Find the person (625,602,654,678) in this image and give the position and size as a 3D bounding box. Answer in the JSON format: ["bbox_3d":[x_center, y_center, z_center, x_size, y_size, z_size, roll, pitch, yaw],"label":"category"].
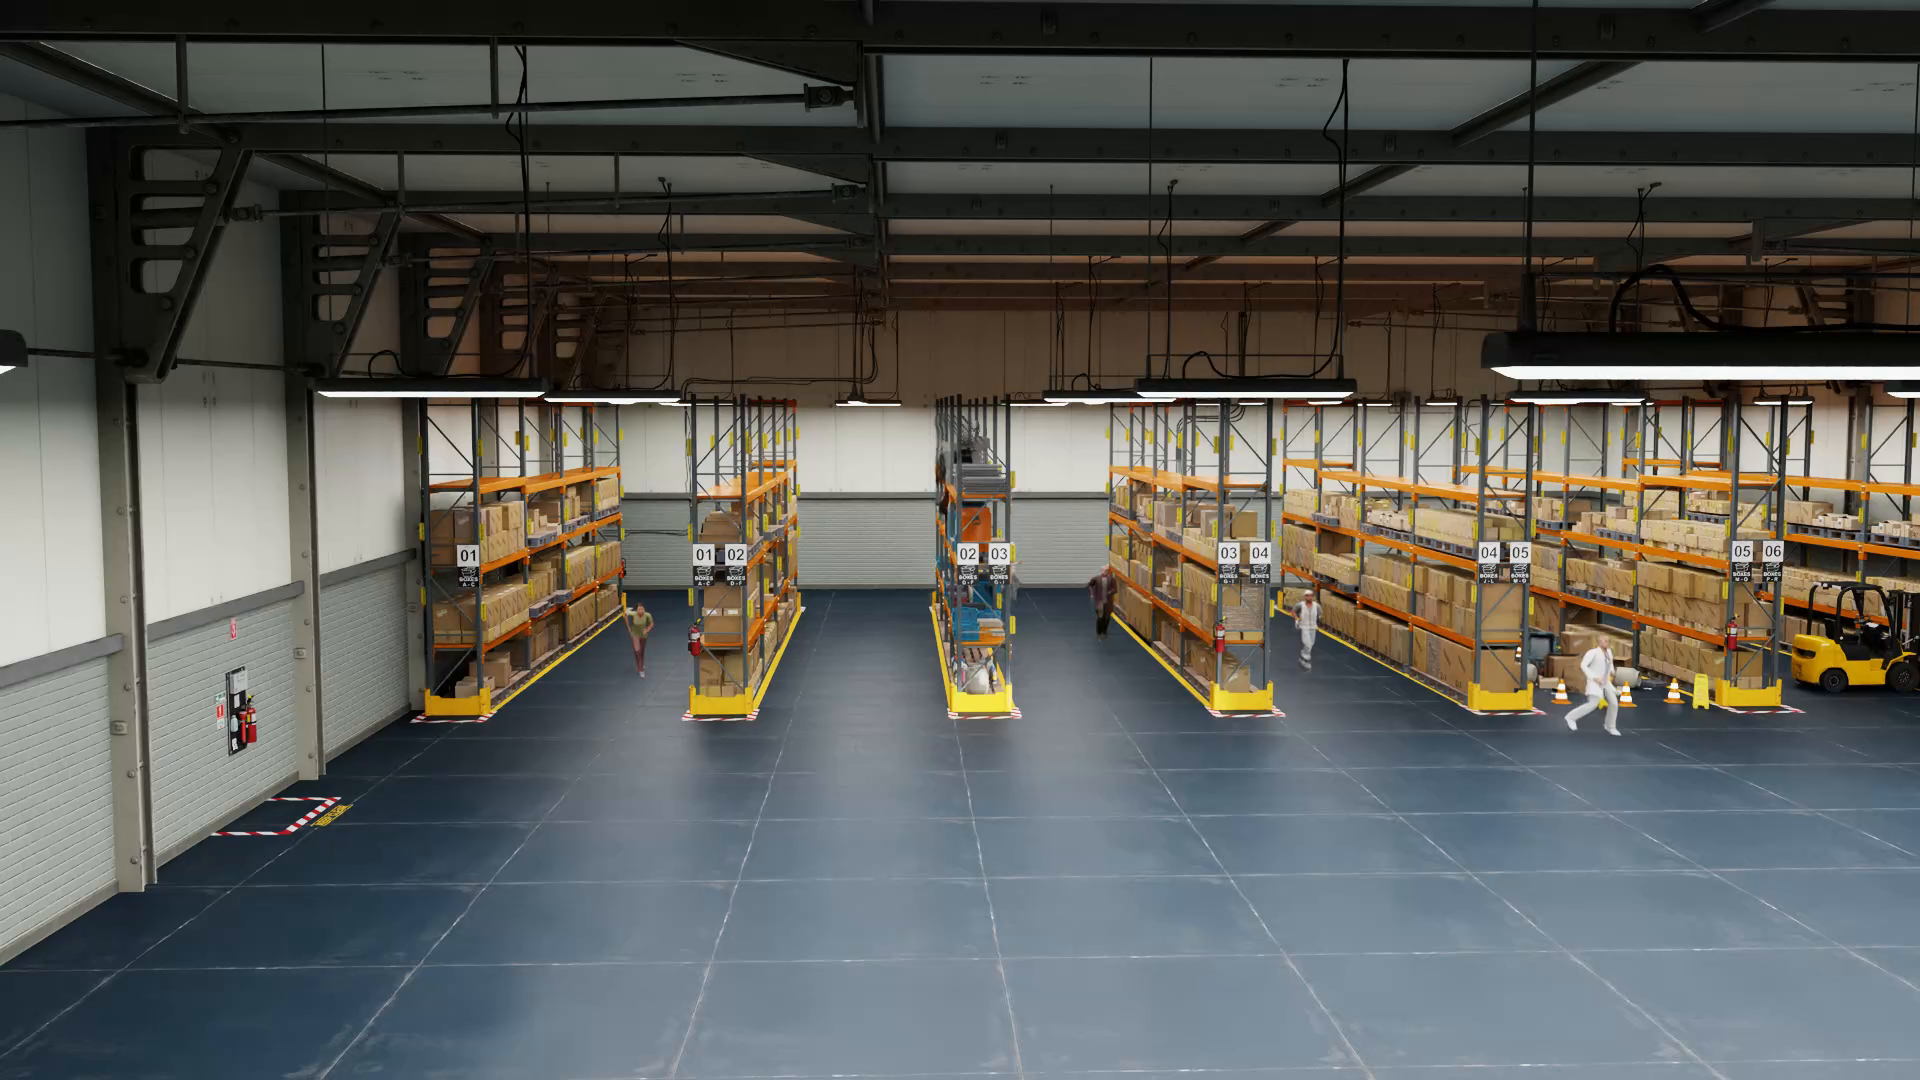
[{"bbox_3d":[-6.921,2.121,35.923,0.615,1.626,1.003,-1,5,-11],"label":"person"}]

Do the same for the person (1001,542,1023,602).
[{"bbox_3d":[1.448,0.964,49.346,0.831,1.795,0.680,1,5,7],"label":"person"}]

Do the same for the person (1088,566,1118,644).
[{"bbox_3d":[3.407,1.528,39.444,0.674,1.847,0.762,0,5,-5],"label":"person"}]

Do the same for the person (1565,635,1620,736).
[{"bbox_3d":[11.255,2.564,29.390,0.922,1.782,0.791,-3,5,-33],"label":"person"}]

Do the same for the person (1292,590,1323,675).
[{"bbox_3d":[7.591,1.992,36.191,0.618,1.850,0.800,-1,5,-11],"label":"person"}]
